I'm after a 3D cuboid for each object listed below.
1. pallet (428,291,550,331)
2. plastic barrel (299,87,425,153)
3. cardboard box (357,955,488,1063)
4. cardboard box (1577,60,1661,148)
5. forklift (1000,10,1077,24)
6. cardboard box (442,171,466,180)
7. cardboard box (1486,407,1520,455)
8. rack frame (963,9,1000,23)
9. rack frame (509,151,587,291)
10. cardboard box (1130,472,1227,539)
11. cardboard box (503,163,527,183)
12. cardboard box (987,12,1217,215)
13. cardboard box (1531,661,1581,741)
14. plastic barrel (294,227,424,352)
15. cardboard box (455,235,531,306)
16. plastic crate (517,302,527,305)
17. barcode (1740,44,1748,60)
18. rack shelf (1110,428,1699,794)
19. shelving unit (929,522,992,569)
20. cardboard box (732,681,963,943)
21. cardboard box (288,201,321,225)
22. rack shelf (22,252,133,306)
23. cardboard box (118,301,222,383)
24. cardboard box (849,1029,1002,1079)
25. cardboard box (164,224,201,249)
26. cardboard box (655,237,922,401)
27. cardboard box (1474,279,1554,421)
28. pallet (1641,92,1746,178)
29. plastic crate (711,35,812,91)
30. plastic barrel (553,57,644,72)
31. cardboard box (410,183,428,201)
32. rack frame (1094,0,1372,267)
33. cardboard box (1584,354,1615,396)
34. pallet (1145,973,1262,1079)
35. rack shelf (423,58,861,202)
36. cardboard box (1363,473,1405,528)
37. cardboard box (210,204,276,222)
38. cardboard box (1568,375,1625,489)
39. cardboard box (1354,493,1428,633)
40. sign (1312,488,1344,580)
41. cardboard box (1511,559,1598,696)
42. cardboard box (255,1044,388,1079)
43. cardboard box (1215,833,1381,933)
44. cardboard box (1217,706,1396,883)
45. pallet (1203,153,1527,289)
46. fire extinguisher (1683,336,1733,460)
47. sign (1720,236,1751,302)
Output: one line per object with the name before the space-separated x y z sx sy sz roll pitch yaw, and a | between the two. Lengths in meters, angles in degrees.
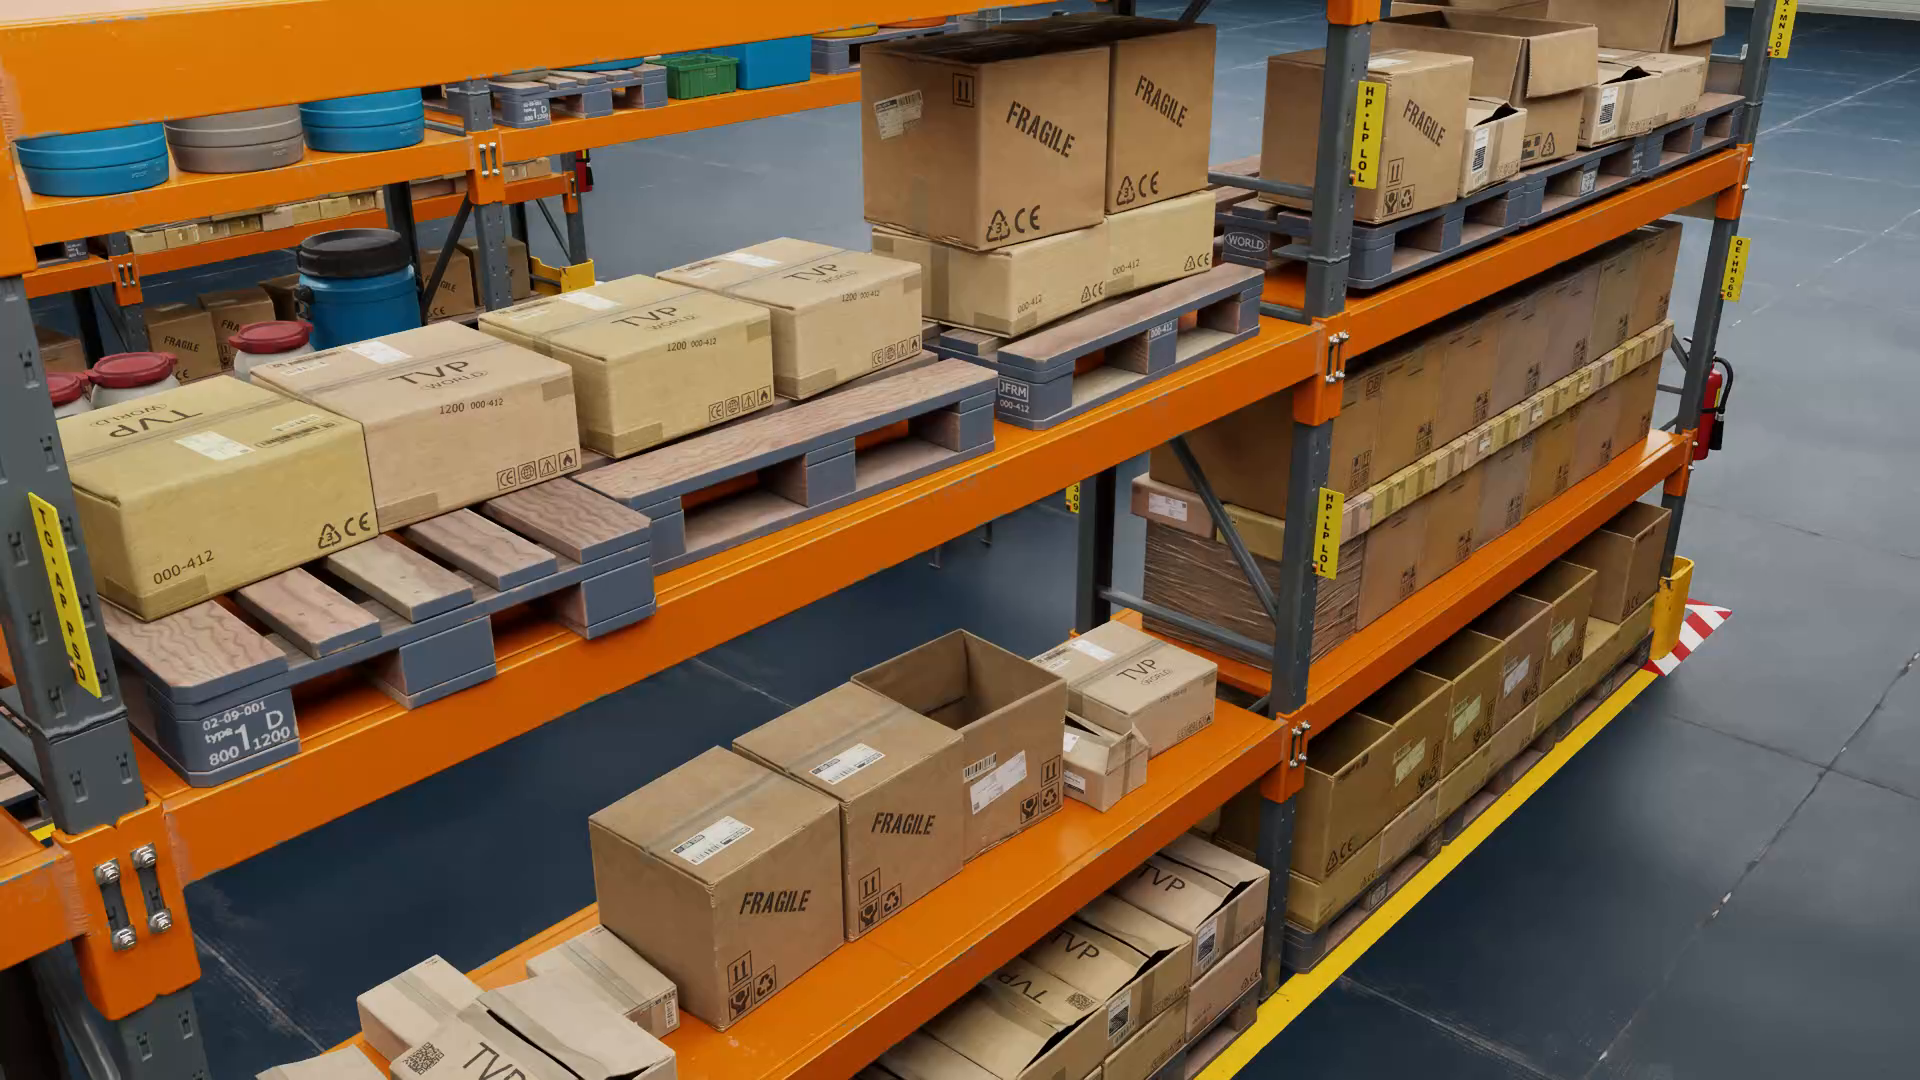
pallet | -4.452 -2.066 15.100 1.003 0.211 1.213 20 31 38
plastic barrel | -2.991 -2.412 8.184 0.600 0.901 0.708 20 31 38
cardboard box | -1.402 1.309 4.471 0.380 0.149 0.250 20 31 38
cardboard box | 2.599 -1.885 7.046 0.500 0.311 0.500 -20 31 -37
forklift | 0.244 -2.596 12.958 1.130 2.935 3.031 -20 31 -38
cardboard box | -4.464 -3.436 14.261 0.875 0.500 0.500 20 31 38
cardboard box | 2.227 -0.518 7.325 0.380 0.149 0.250 20 31 37
rack frame | -0.144 -4.985 10.868 1.000 3.000 0.127 20 31 38
rack frame | -3.832 -3.600 15.112 1.000 3.000 0.127 20 31 38
cardboard box | 0.895 -0.158 6.520 0.380 0.149 0.250 20 31 37
cardboard box | -4.036 -3.266 14.674 0.380 0.149 0.250 20 31 38
cardboard box | 0.432 -1.332 5.141 0.500 0.500 0.500 21 31 38
cardboard box | 2.747 0.722 8.321 0.500 0.250 0.500 20 31 38
plastic barrel | -3.297 -1.222 9.197 0.600 0.901 0.708 20 31 38
cardboard box | -4.262 -2.465 15.123 0.500 0.500 0.500 -17 29 -34
plastic crate | -2.369 -1.125 9.668 0.767 0.338 0.504 20 31 38
barcode | 3.700 -2.303 7.845 0.001 0.075 0.075 20 31 38
rack shelf | 2.207 0.044 7.865 1.077 0.370 4.000 20 31 38
shelving unit | -0.110 -0.908 10.208 0.431 2.100 0.503 20 31 38
cardboard box | -0.338 0.822 5.128 0.500 0.500 0.500 20 31 38
cardboard box | -5.319 -2.637 13.273 0.380 0.149 0.250 20 31 38
rack shelf | -7.837 -1.443 11.182 1.077 0.370 4.000 20 31 38
cardboard box | -6.205 -1.543 13.067 0.500 0.500 0.500 19 30 36
cardboard box | -0.200 1.798 5.236 0.500 0.311 0.500 20 31 37
cardboard box | -5.958 -2.322 12.570 0.380 0.149 0.250 20 31 38
cardboard box | -0.449 -0.601 4.428 0.500 0.250 0.500 17 29 33
cardboard box | 2.169 -0.908 7.401 0.700 0.500 0.500 20 31 38
pallet | 3.051 -2.014 8.016 1.003 0.211 1.213 20 31 38
plastic crate | -1.192 -2.945 10.006 0.392 0.384 0.575 20 31 38
plastic barrel | -2.070 -3.092 9.186 0.600 0.901 0.708 20 31 38
cardboard box | -4.691 -2.956 13.985 0.380 0.149 0.250 20 31 38
rack frame | 0.873 -2.412 5.131 1.000 3.000 0.127 20 31 38
cardboard box | 2.915 -0.833 8.025 0.380 0.149 0.250 21 31 38
pallet | 0.410 1.833 6.404 1.003 0.211 1.213 20 31 38
rack shelf | -1.479 -2.678 10.270 1.077 0.370 4.000 20 31 38
cardboard box | 1.535 -0.201 6.617 0.380 0.149 0.250 19 30 36
cardboard box | -5.796 -2.825 12.899 0.875 0.500 0.500 20 31 38
cardboard box | 2.874 -0.639 8.387 0.700 0.500 0.500 21 32 39
cardboard box | 1.511 -0.020 7.006 0.700 0.500 0.500 20 31 37
sign | 1.283 -0.022 5.814 0.100 0.325 0.005 20 31 38
cardboard box | 2.749 0.381 8.166 0.500 0.500 0.500 20 31 38
cardboard box | -1.522 1.486 3.879 0.500 0.311 0.500 -22 32 -40
cardboard box | 1.408 1.330 6.965 0.500 0.250 0.500 20 31 38
cardboard box | 1.415 0.990 6.806 0.500 0.500 0.500 20 31 38
pallet | 1.423 -1.270 6.358 1.003 0.211 1.213 20 31 38
fire extinguisher | 3.967 -0.767 8.890 0.296 0.674 0.183 20 31 38
sign | 3.937 -1.378 8.451 0.100 0.325 0.005 20 31 38
